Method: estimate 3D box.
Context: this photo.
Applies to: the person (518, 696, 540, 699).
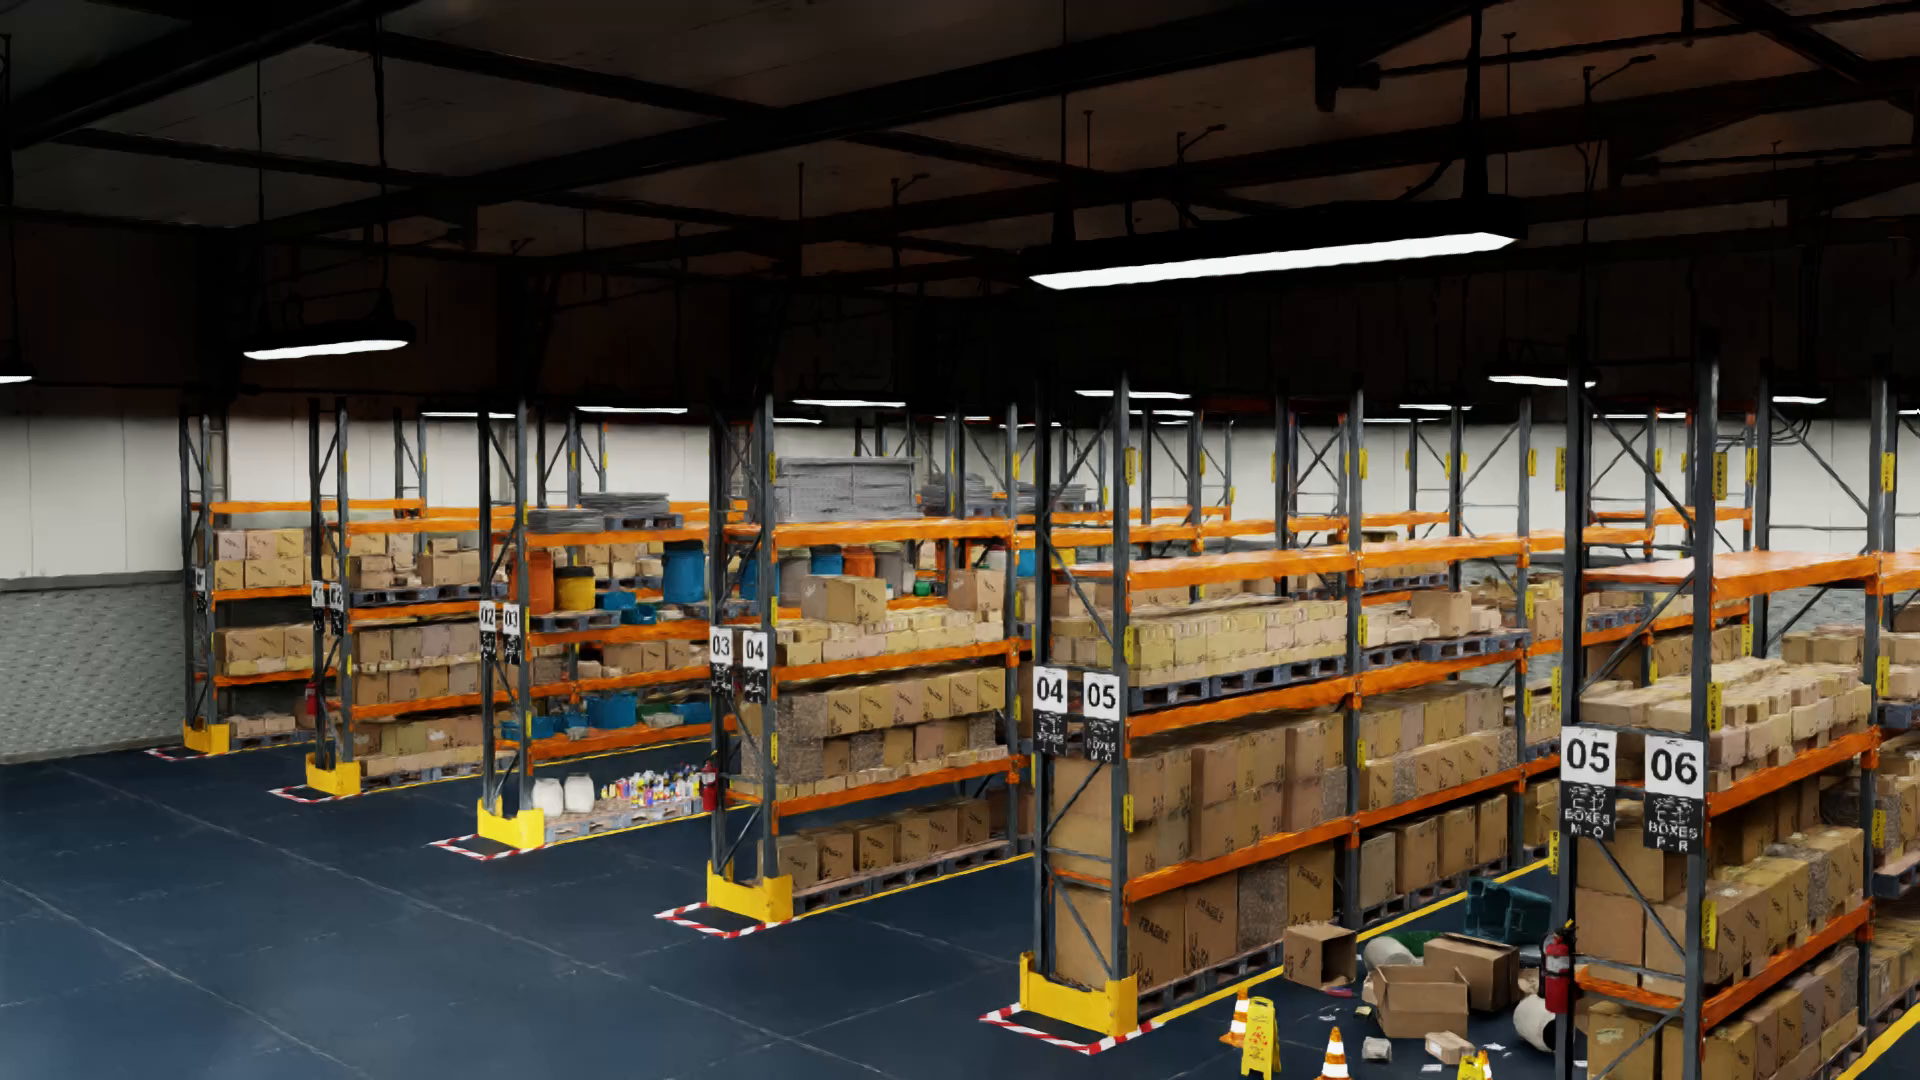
[{"bbox_3d":[-7.826,2.753,29.687,0.633,1.673,0.555,-1,3,-17],"label":"person"}]
